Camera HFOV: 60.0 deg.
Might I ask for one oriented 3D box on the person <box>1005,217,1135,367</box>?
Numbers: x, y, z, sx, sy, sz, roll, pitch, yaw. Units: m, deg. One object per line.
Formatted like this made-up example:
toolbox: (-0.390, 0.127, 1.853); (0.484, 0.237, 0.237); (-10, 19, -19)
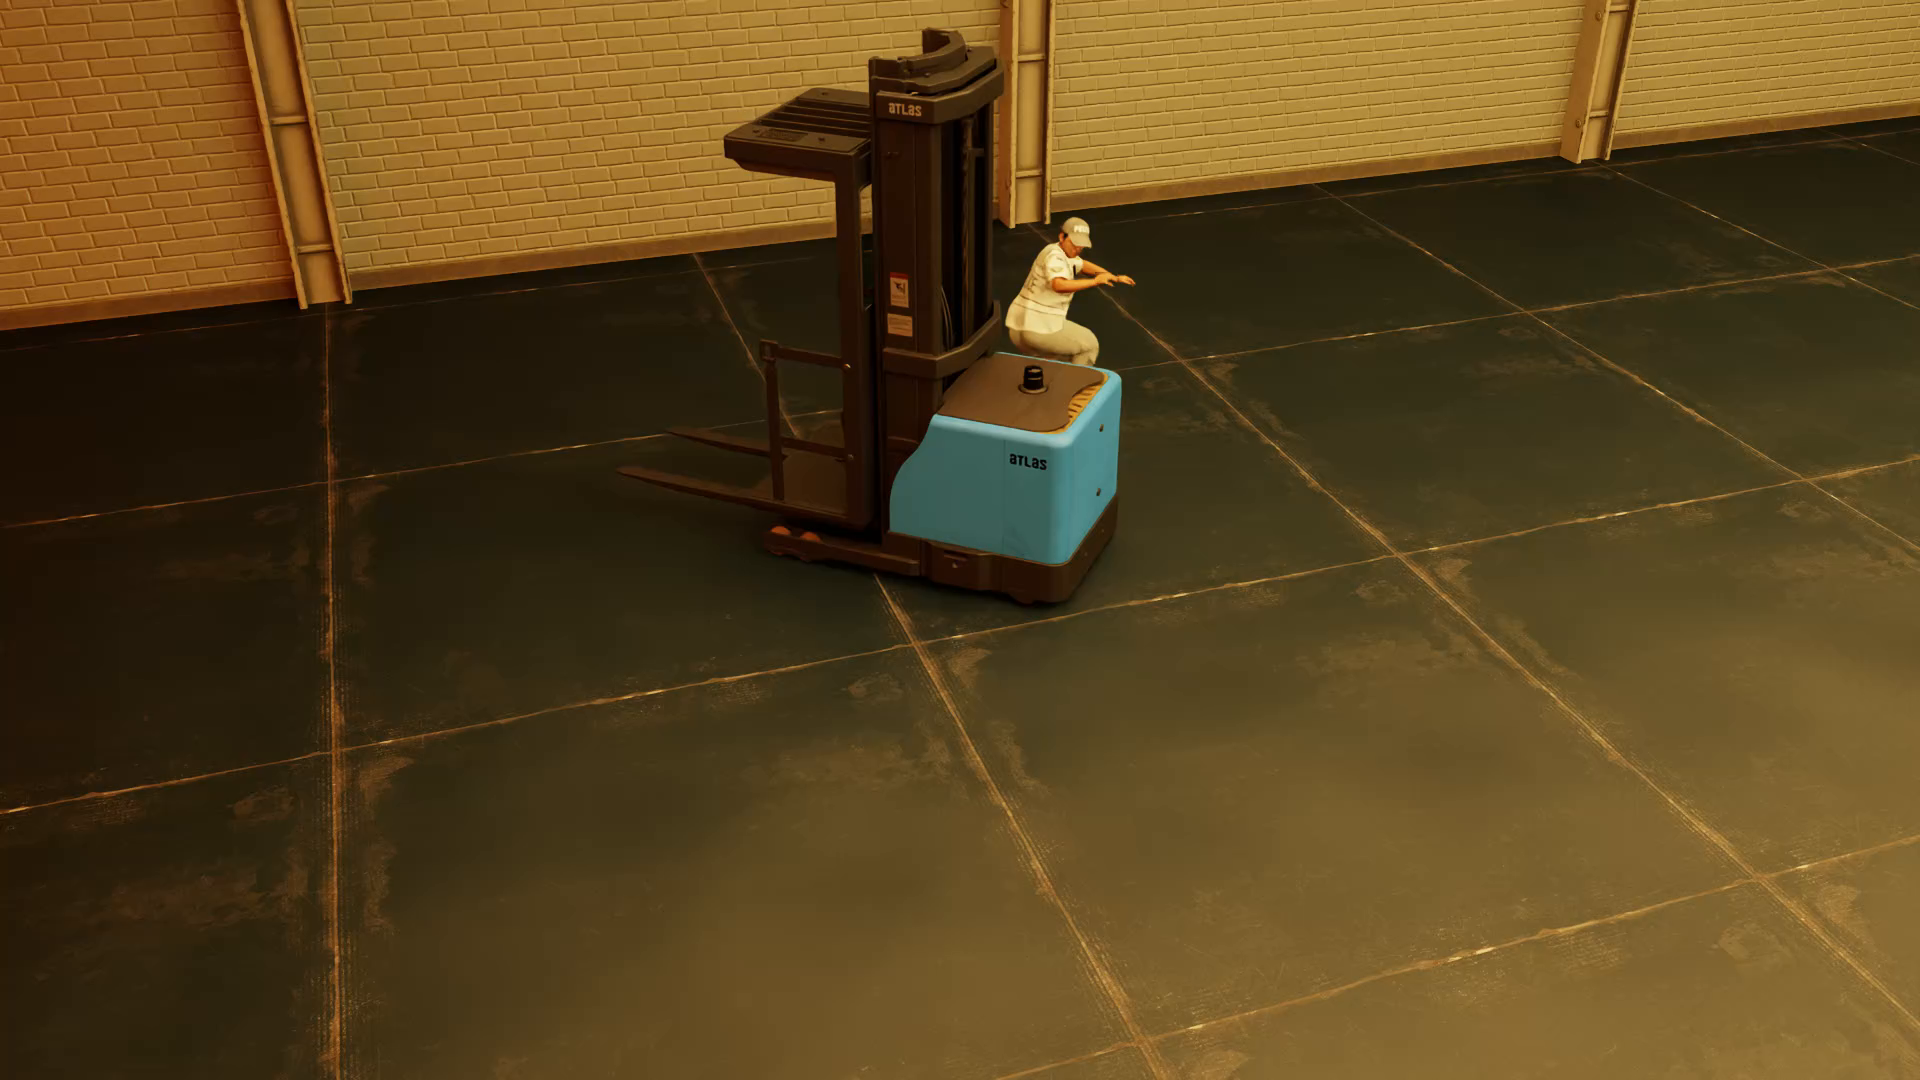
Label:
person: (0.829, -1.489, 11.238); (1.027, 1.401, 0.738); (-13, 32, -22)

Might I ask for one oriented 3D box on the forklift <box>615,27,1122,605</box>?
forklift: (-0.622, -1.374, 9.475); (3.031, 2.935, 1.130); (12, 32, 19)
